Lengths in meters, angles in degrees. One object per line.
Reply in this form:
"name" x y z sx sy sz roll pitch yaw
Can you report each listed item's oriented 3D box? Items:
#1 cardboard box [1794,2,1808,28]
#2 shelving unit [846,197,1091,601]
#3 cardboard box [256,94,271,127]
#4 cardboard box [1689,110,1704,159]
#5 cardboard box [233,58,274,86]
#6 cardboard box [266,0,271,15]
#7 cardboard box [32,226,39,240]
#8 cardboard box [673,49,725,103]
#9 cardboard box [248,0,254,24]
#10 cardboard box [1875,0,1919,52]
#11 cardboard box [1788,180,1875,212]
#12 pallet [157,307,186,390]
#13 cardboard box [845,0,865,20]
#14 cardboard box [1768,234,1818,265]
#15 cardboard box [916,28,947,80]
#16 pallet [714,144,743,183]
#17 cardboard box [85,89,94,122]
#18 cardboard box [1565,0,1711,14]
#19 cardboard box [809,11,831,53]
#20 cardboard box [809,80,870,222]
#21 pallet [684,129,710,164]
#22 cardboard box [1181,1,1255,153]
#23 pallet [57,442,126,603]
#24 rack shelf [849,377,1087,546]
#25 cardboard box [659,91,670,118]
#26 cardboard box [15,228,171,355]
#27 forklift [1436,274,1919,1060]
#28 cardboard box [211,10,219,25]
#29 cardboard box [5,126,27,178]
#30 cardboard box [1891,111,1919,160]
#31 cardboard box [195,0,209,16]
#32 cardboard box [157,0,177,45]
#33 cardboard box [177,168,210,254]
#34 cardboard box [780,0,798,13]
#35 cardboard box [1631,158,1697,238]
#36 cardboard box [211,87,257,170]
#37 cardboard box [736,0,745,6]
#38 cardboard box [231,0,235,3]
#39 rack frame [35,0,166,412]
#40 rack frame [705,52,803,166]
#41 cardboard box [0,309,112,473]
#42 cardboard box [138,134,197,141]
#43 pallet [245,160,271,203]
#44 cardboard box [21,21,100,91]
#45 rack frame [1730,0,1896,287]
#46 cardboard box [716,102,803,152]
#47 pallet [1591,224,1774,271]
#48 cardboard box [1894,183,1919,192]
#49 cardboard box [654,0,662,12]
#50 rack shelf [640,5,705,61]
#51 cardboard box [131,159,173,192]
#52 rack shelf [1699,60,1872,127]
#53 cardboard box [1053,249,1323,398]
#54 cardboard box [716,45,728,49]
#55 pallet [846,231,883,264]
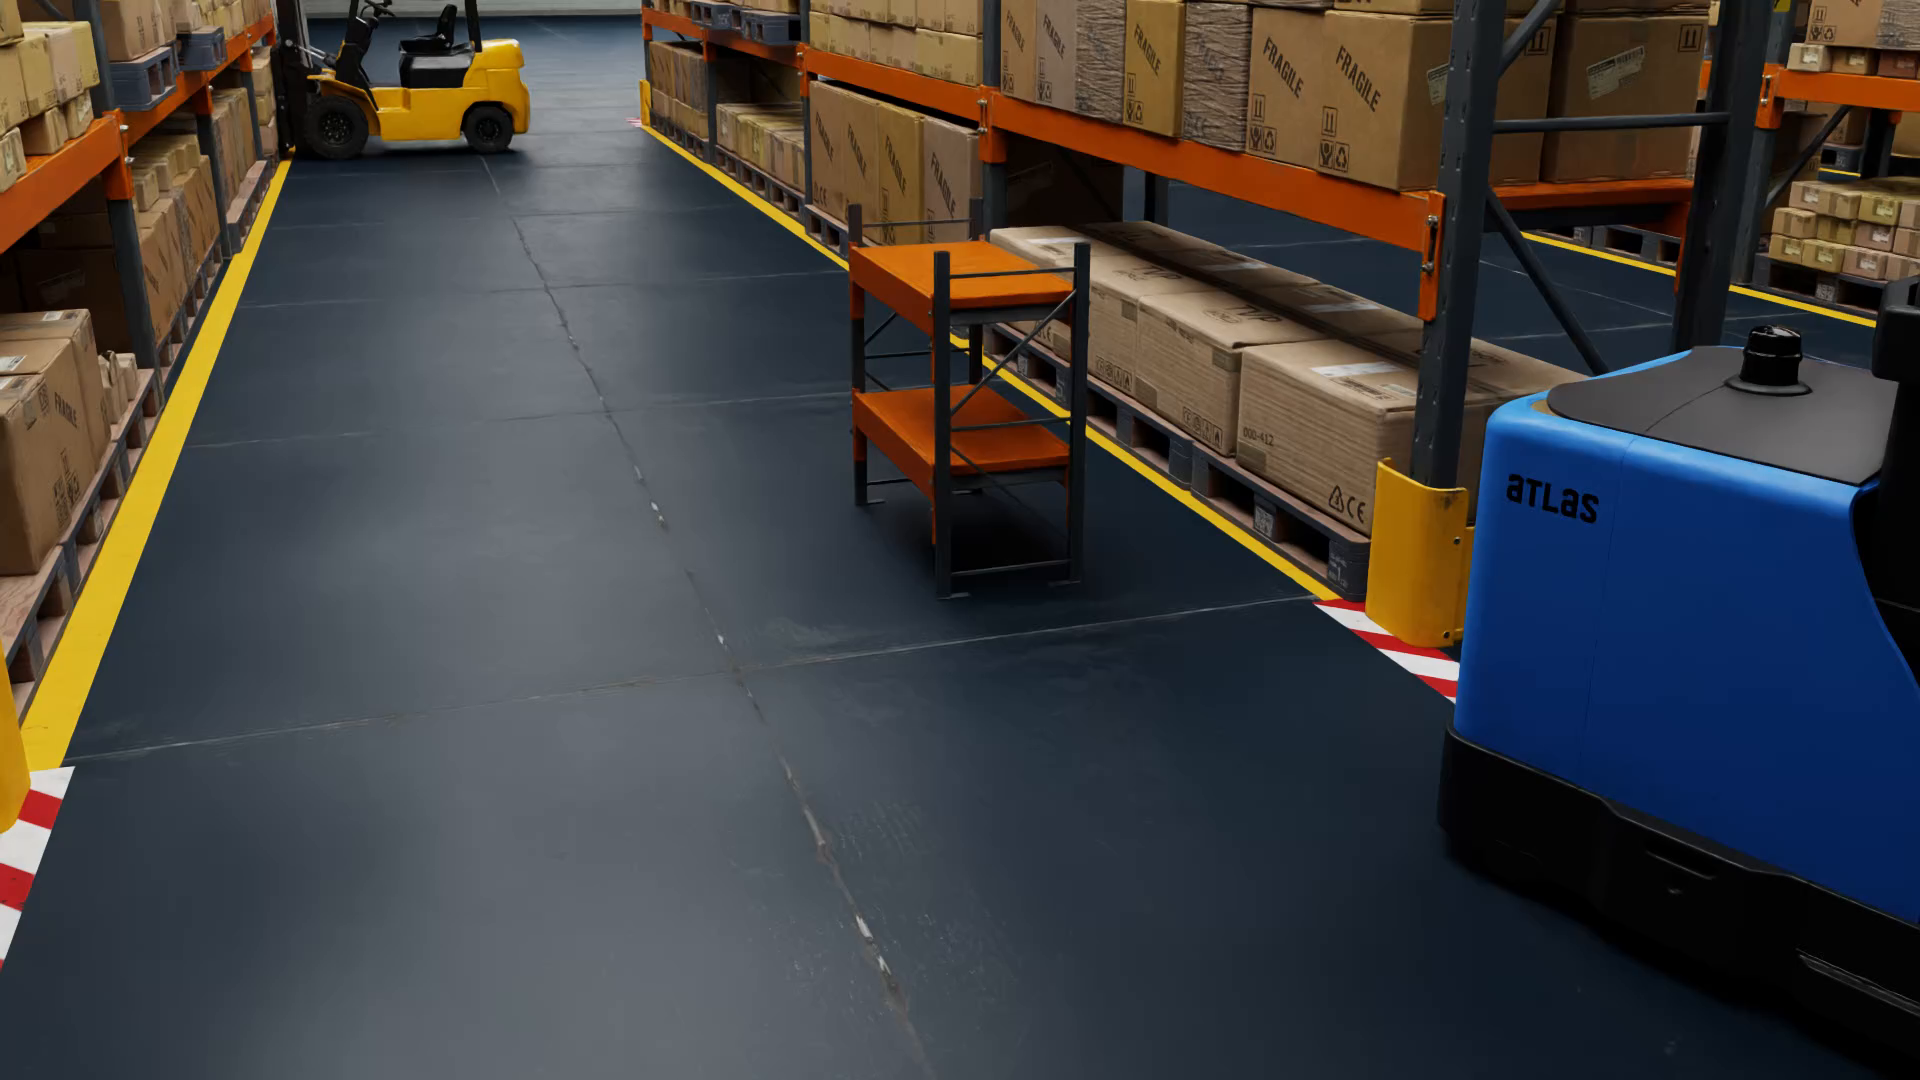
"cardboard box" 4.962 -3.231 10.226 0.380 0.149 0.250 -7 21 -18
"shelving unit" 0.002 -0.527 5.720 0.538 1.125 1.048 -6 21 -17
"cardboard box" -6.477 -3.853 14.912 0.500 0.250 0.500 -6 21 -17
"cardboard box" 4.801 -2.632 10.774 0.500 0.250 0.500 -7 21 -19
"cardboard box" -6.790 -4.412 15.730 0.500 0.250 0.500 -6 21 -15
"cardboard box" -7.471 -5.727 17.274 0.500 0.500 0.500 -7 21 -18
"cardboard box" -4.124 -1.509 7.798 0.380 0.149 0.250 -7 21 -19
"cardboard box" -2.671 -4.799 17.177 0.500 0.500 0.500 -5 20 -14
"cardboard box" -6.689 -4.908 14.997 0.500 0.500 0.500 -6 21 -16
"cardboard box" 5.354 -2.889 8.934 0.500 0.500 0.500 -6 21 -17
"cardboard box" 5.187 -2.049 9.900 0.380 0.149 0.250 -6 20 -15
"pallet" -4.395 -0.903 8.119 1.003 0.211 1.213 -6 21 -17
"cardboard box" -0.419 -3.419 10.481 0.500 0.250 0.500 -6 21 -17
"cardboard box" 5.084 -1.751 9.949 0.380 0.149 0.250 -7 21 -20
"cardboard box" 0.068 -2.697 9.211 0.500 0.250 0.500 -7 21 -18
"pallet" -1.661 -3.492 15.327 1.003 0.211 1.213 -6 21 -17
"cardboard box" -3.763 -1.765 6.764 0.380 0.149 0.250 -6 21 -16
"cardboard box" 1.984 -1.905 5.157 0.500 0.500 0.500 -7 21 -18
"cardboard box" -0.735 -3.516 11.491 0.500 0.250 0.500 -7 21 -18
"cardboard box" -0.511 -2.738 11.624 0.875 0.875 0.875 -7 21 -18
"pallet" -2.152 -3.954 16.612 1.003 0.211 1.213 -6 21 -17
"cardboard box" 1.148 -1.704 6.075 0.500 0.500 0.500 -6 21 -16
"pallet" -3.501 -0.033 5.698 1.003 0.211 1.213 -6 21 -17
"rack shelf" 0.002 -0.297 5.803 0.538 0.278 1.000 -6 21 -17
"cardboard box" -3.020 -4.789 18.258 0.500 0.250 0.500 -6 21 -15
"cardboard box" -4.042 -1.159 7.782 0.500 0.500 0.500 -5 20 -15
"forklift" 2.433 -0.374 2.622 1.130 2.935 3.031 -15 25 -37
"cardboard box" -5.590 -3.666 11.909 0.500 0.250 0.500 -7 21 -19
"cardboard box" -3.149 -1.192 5.171 0.380 0.149 0.250 -6 21 -16
"cardboard box" 8.955 -3.798 14.574 1.225 0.875 0.875 -7 21 -20
"cardboard box" -5.244 -3.578 10.923 0.500 0.250 0.500 -6 21 -17
"cardboard box" -4.452 -2.800 8.506 0.700 0.500 0.500 -6 21 -17
"cardboard box" -4.876 -1.989 10.093 0.500 0.500 0.500 -7 21 -18
"cardboard box" -1.129 -4.009 12.390 0.380 0.149 0.250 -6 21 -16
"cardboard box" 4.803 -2.278 10.897 0.500 0.500 0.500 -7 21 -18
"cardboard box" -6.443 -3.440 13.947 0.875 0.625 0.625 -5 20 -15
"cardboard box" -1.650 -4.502 13.763 0.380 0.149 0.250 -6 20 -15
"cardboard box" -6.052 -4.396 13.200 0.500 0.250 0.500 -7 21 -19
"rack frame" -4.103 -1.959 6.932 1.000 3.000 0.127 -6 21 -17
"rack frame" -1.907 -5.054 15.551 1.000 3.000 0.127 -6 21 -17
"cardboard box" -3.506 -0.514 5.987 0.700 0.500 0.500 -7 21 -19
"cardboard box" -4.965 -2.437 10.381 0.380 0.149 0.250 -7 21 -20
"pallet" -6.349 -2.981 13.904 1.003 0.211 1.213 -6 21 -17
"cardboard box" -3.712 -1.891 6.524 0.500 0.250 0.500 -6 21 -16
"rack frame" 5.275 -3.046 9.958 1.000 3.000 0.127 -6 21 -17
"cardboard box" -1.740 -3.847 15.457 0.950 0.372 0.625 -6 21 -17
"pallet" 5.029 -1.983 11.125 1.003 0.211 1.213 -6 21 -17
"cardboard box" 5.752 -2.017 9.811 0.380 0.149 0.250 -6 21 -17
"cardboard box" -3.118 -5.829 18.080 0.380 0.149 0.250 -6 21 -16
"rack shelf" -2.535 -5.358 17.460 1.077 0.370 4.000 -6 21 -17
"cardboard box" -4.575 -2.009 9.188 0.380 0.149 0.250 -7 21 -20
"rack shelf" 4.646 -3.349 11.867 1.077 0.370 4.000 -6 21 -17
"cardboard box" 0.985 -0.979 7.373 0.875 0.438 0.875 -7 21 -19
"cardboard box" -2.346 -5.035 17.835 0.500 0.500 0.500 -7 21 -18
"pallet" -0.094 -1.807 10.634 1.003 0.211 1.213 -6 21 -17
